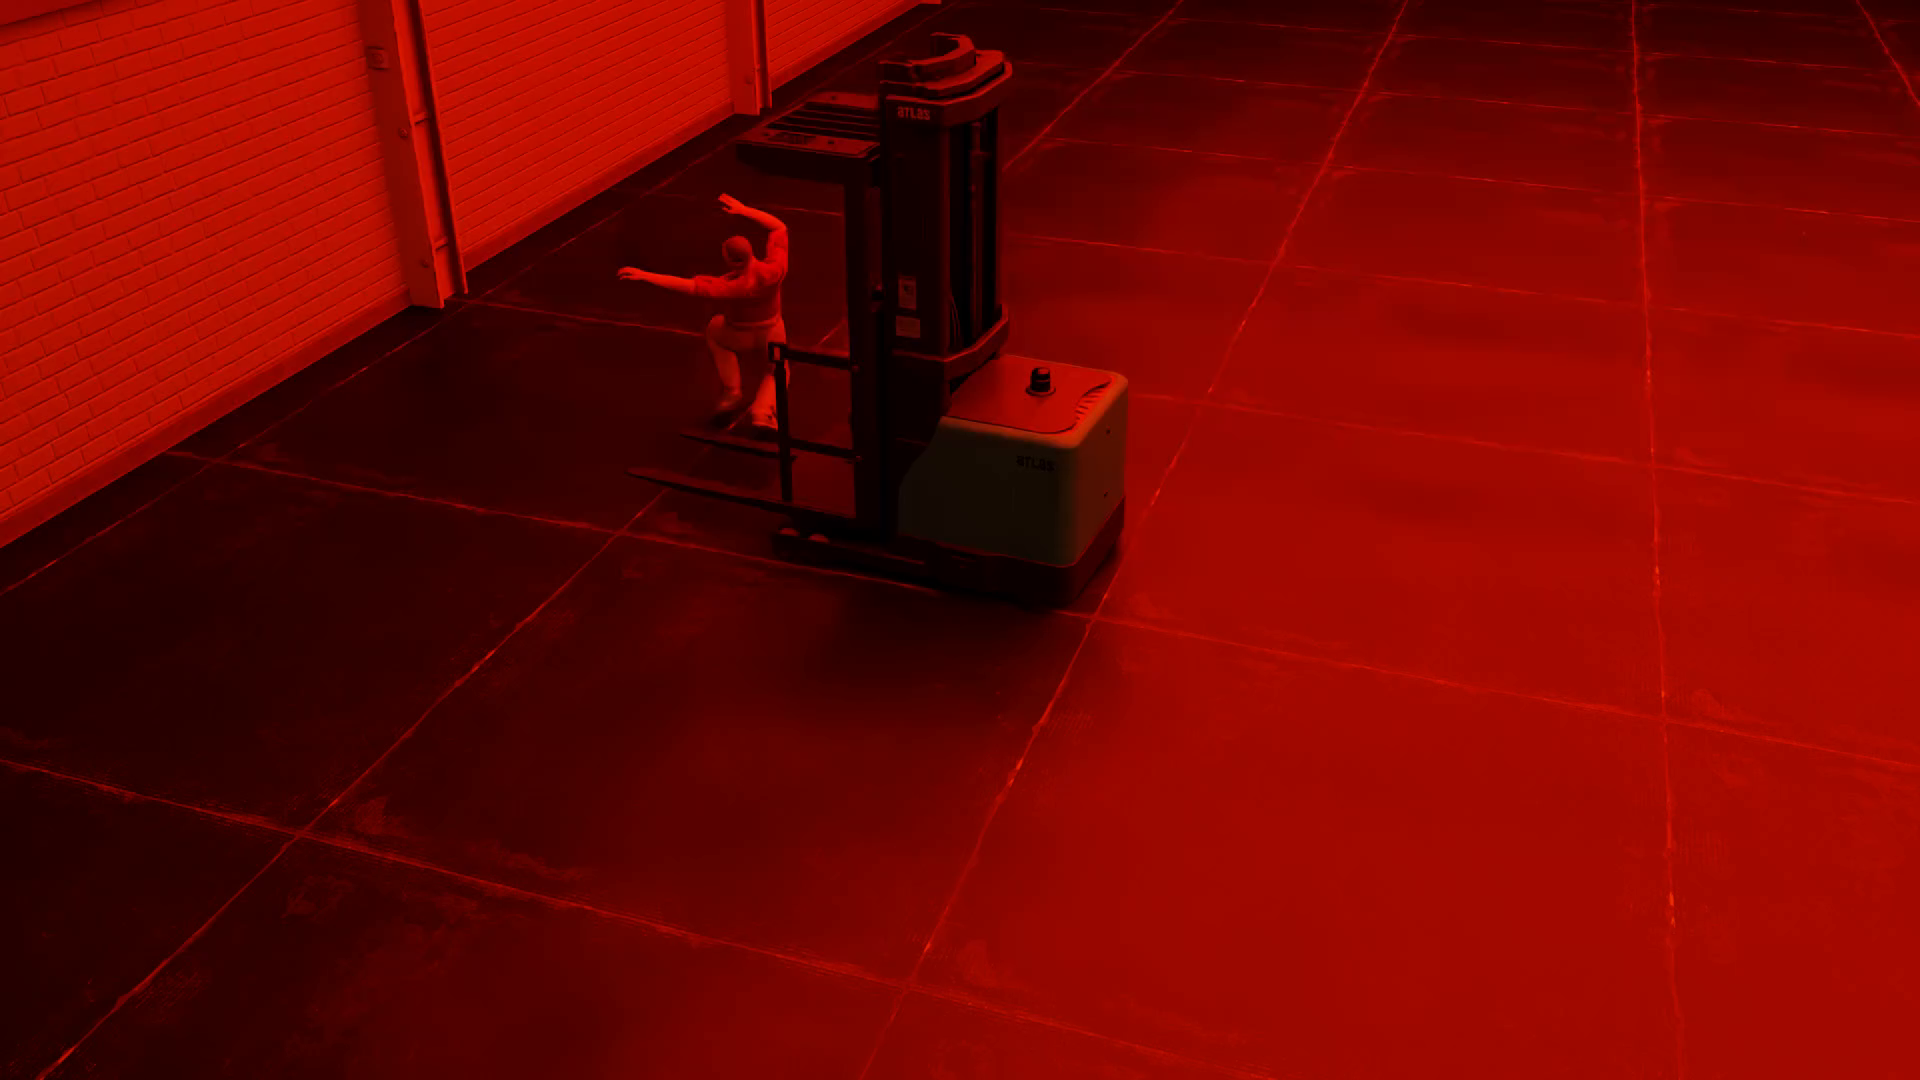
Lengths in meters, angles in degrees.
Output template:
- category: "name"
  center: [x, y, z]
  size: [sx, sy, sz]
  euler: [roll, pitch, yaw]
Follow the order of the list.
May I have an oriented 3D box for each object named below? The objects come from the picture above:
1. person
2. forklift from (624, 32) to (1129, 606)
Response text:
- category: "person"
  center: [-1.678, -1.475, 11.048]
  size: [1.119, 1.637, 0.844]
  euler: [-6, 30, -11]
- category: "forklift"
  center: [-0.578, -1.369, 9.537]
  size: [3.031, 2.935, 1.130]
  euler: [12, 32, 20]
